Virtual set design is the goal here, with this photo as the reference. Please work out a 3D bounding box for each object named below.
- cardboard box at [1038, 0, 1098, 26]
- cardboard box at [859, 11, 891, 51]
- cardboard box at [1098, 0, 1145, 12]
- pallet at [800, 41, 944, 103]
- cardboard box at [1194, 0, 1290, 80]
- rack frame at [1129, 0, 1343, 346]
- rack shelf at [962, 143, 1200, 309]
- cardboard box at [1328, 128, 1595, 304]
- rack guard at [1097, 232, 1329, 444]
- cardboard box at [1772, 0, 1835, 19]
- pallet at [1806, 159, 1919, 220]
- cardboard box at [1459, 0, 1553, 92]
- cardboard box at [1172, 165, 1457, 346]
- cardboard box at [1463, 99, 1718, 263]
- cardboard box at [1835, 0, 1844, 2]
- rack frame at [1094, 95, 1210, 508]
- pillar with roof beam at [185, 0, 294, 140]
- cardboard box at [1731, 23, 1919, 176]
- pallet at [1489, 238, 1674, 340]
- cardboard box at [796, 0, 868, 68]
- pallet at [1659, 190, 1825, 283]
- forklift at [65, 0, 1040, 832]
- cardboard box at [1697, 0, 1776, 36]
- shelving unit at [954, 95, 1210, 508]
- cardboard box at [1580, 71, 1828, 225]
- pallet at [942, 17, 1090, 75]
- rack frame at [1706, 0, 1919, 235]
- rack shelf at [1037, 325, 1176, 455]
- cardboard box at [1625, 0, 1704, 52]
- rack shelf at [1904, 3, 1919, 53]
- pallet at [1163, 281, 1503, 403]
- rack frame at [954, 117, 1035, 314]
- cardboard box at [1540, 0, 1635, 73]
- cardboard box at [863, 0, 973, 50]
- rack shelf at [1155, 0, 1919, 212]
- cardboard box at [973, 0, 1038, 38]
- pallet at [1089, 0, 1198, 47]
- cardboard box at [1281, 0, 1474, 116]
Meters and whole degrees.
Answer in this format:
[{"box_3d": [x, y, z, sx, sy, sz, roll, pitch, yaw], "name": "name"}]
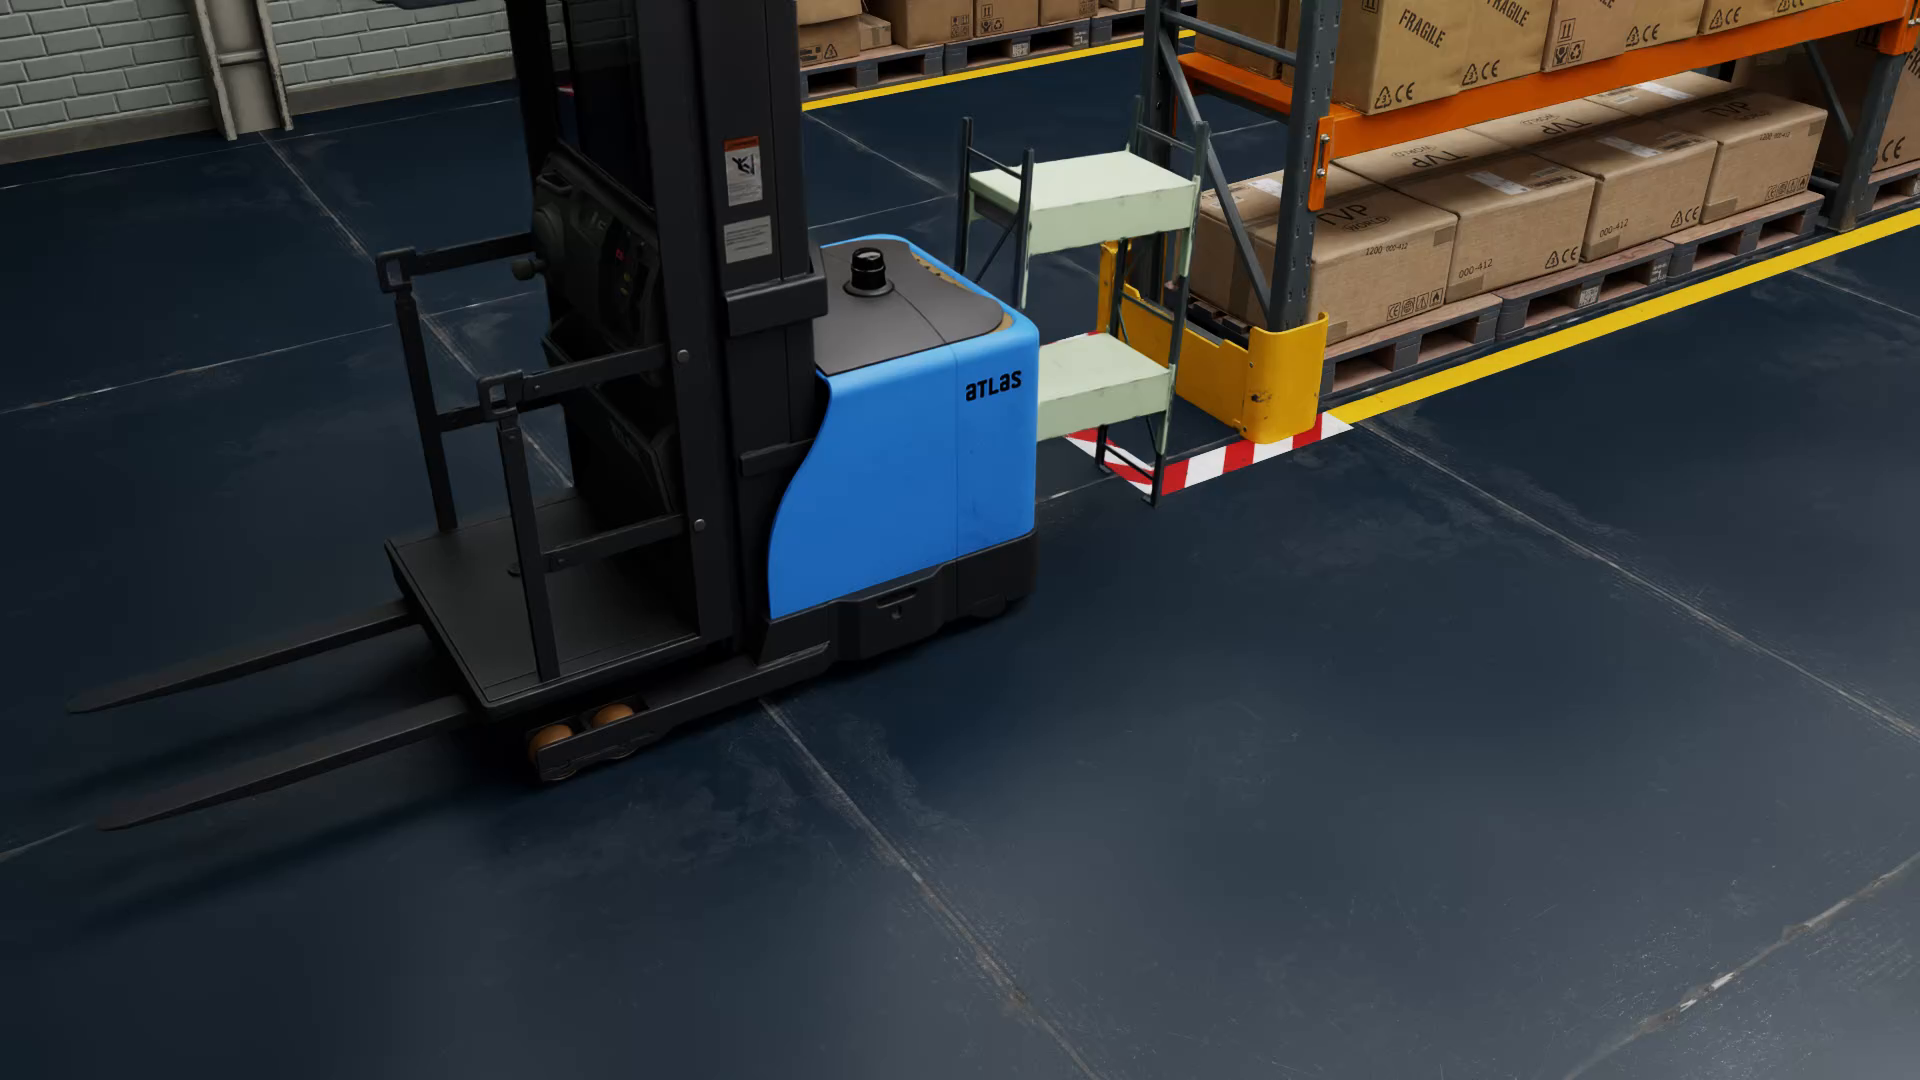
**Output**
[{"box_3d": [0.569, -3.979, 11.695, 0.500, 0.500, 0.700, -20, 38, -29], "name": "cardboard box"}, {"box_3d": [-0.665, -3.406, 11.116, 0.250, 0.149, 0.380, -21, 38, -29], "name": "cardboard box"}, {"box_3d": [1.144, -3.976, 11.910, 0.258, 0.266, 0.396, -18, 36, -26], "name": "cardboard box"}, {"box_3d": [-0.875, -3.268, 11.232, 1.213, 0.211, 1.003, -19, 37, -27], "name": "pallet"}, {"box_3d": [1.346, -2.270, 6.943, 0.500, 0.500, 0.500, -19, 37, -27], "name": "cardboard box"}, {"box_3d": [1.084, -1.969, 6.561, 0.127, 3.000, 1.000, -19, 37, -27], "name": "rack frame"}, {"box_3d": [0.413, -1.114, 5.839, 0.720, 0.370, 0.431, -15, 35, -29], "name": "rack shelf"}, {"box_3d": [2.349, -1.567, 7.931, 0.875, 0.438, 0.875, -18, 36, -26], "name": "cardboard box"}, {"box_3d": [1.064, -0.905, 7.217, 0.348, 0.500, 1.175, -19, 37, -27], "name": "rack guard"}, {"box_3d": [3.765, -2.768, 7.733, 0.500, 0.500, 0.500, -20, 37, -28], "name": "cardboard box"}, {"box_3d": [5.054, -2.203, 9.545, 1.213, 0.211, 1.003, -19, 37, -27], "name": "pallet"}, {"box_3d": [2.053, -2.180, 6.801, 0.500, 0.500, 0.500, -20, 37, -28], "name": "cardboard box"}, {"box_3d": [1.584, -1.299, 7.506, 0.875, 0.438, 0.875, -20, 38, -29], "name": "cardboard box"}, {"box_3d": [3.108, -1.827, 8.343, 0.875, 0.438, 0.875, -20, 37, -29], "name": "cardboard box"}, {"box_3d": [4.194, -2.919, 7.973, 0.500, 0.500, 0.500, -19, 37, -27], "name": "cardboard box"}, {"box_3d": [0.700, -0.862, 6.213, 0.023, 1.500, 0.400, -15, 35, -29], "name": "rack frame"}, {"box_3d": [-2.031, -4.426, 4.832, 0.400, 9.000, 9.100, -19, 37, -27], "name": "pillar with roof beam"}, {"box_3d": [4.924, -2.620, 9.189, 0.875, 0.875, 0.875, -18, 36, -26], "name": "cardboard box"}, {"box_3d": [2.738, -1.407, 8.282, 1.213, 0.211, 1.003, -19, 37, -27], "name": "pallet"}, {"box_3d": [-1.043, -3.450, 10.854, 0.637, 0.503, 0.797, -21, 38, -29], "name": "cardboard box"}, {"box_3d": [3.764, -1.762, 8.845, 1.213, 0.211, 1.003, -19, 37, -27], "name": "pallet"}, {"box_3d": [-1.252, -0.828, 4.815, 3.031, 2.935, 1.130, -18, 37, -26], "name": "forklift"}, {"box_3d": [3.350, -2.616, 7.492, 0.500, 0.500, 0.500, -20, 37, -28], "name": "cardboard box"}, {"box_3d": [0.391, -0.778, 6.035, 0.755, 1.500, 0.431, -15, 35, -29], "name": "shelving unit"}, {"box_3d": [3.860, -2.086, 8.754, 0.875, 0.438, 0.875, -20, 37, -28], "name": "cardboard box"}, {"box_3d": [0.149, -3.618, 11.788, 1.213, 0.211, 1.003, -19, 37, -27], "name": "pallet"}, {"box_3d": [4.446, -3.126, 8.394, 0.127, 3.000, 1.000, -19, 37, -27], "name": "rack frame"}, {"box_3d": [0.373, -0.496, 6.200, 0.720, 0.370, 0.431, -15, 35, -29], "name": "rack shelf"}, {"box_3d": [2.902, -2.472, 7.263, 0.500, 0.500, 0.500, -18, 36, -26], "name": "cardboard box"}, {"box_3d": [6.127, -3.400, 9.502, 4.000, 0.370, 1.077, -19, 37, -27], "name": "rack shelf"}, {"box_3d": [1.713, -1.056, 7.727, 1.213, 0.211, 1.003, -19, 37, -27], "name": "pallet"}, {"box_3d": [0.083, -0.693, 5.858, 0.023, 1.500, 0.400, -15, 35, -29], "name": "rack frame"}, {"box_3d": [2.490, -2.319, 7.022, 0.500, 0.500, 0.500, -19, 37, -28], "name": "cardboard box"}, {"box_3d": [-0.304, -3.679, 11.219, 0.500, 0.500, 0.700, -17, 36, -25], "name": "cardboard box"}, {"box_3d": [2.765, -2.243, 7.669, 4.000, 0.370, 1.077, -19, 37, -27], "name": "rack shelf"}, {"box_3d": [0.195, -3.787, 11.391, 0.500, 0.500, 0.500, -18, 37, -26], "name": "cardboard box"}, {"box_3d": [1.176, -3.973, 12.351, 1.213, 0.211, 1.003, -19, 37, -27], "name": "pallet"}, {"box_3d": [1.643, -2.022, 6.550, 0.500, 0.500, 0.500, -19, 37, -28], "name": "cardboard box"}]
